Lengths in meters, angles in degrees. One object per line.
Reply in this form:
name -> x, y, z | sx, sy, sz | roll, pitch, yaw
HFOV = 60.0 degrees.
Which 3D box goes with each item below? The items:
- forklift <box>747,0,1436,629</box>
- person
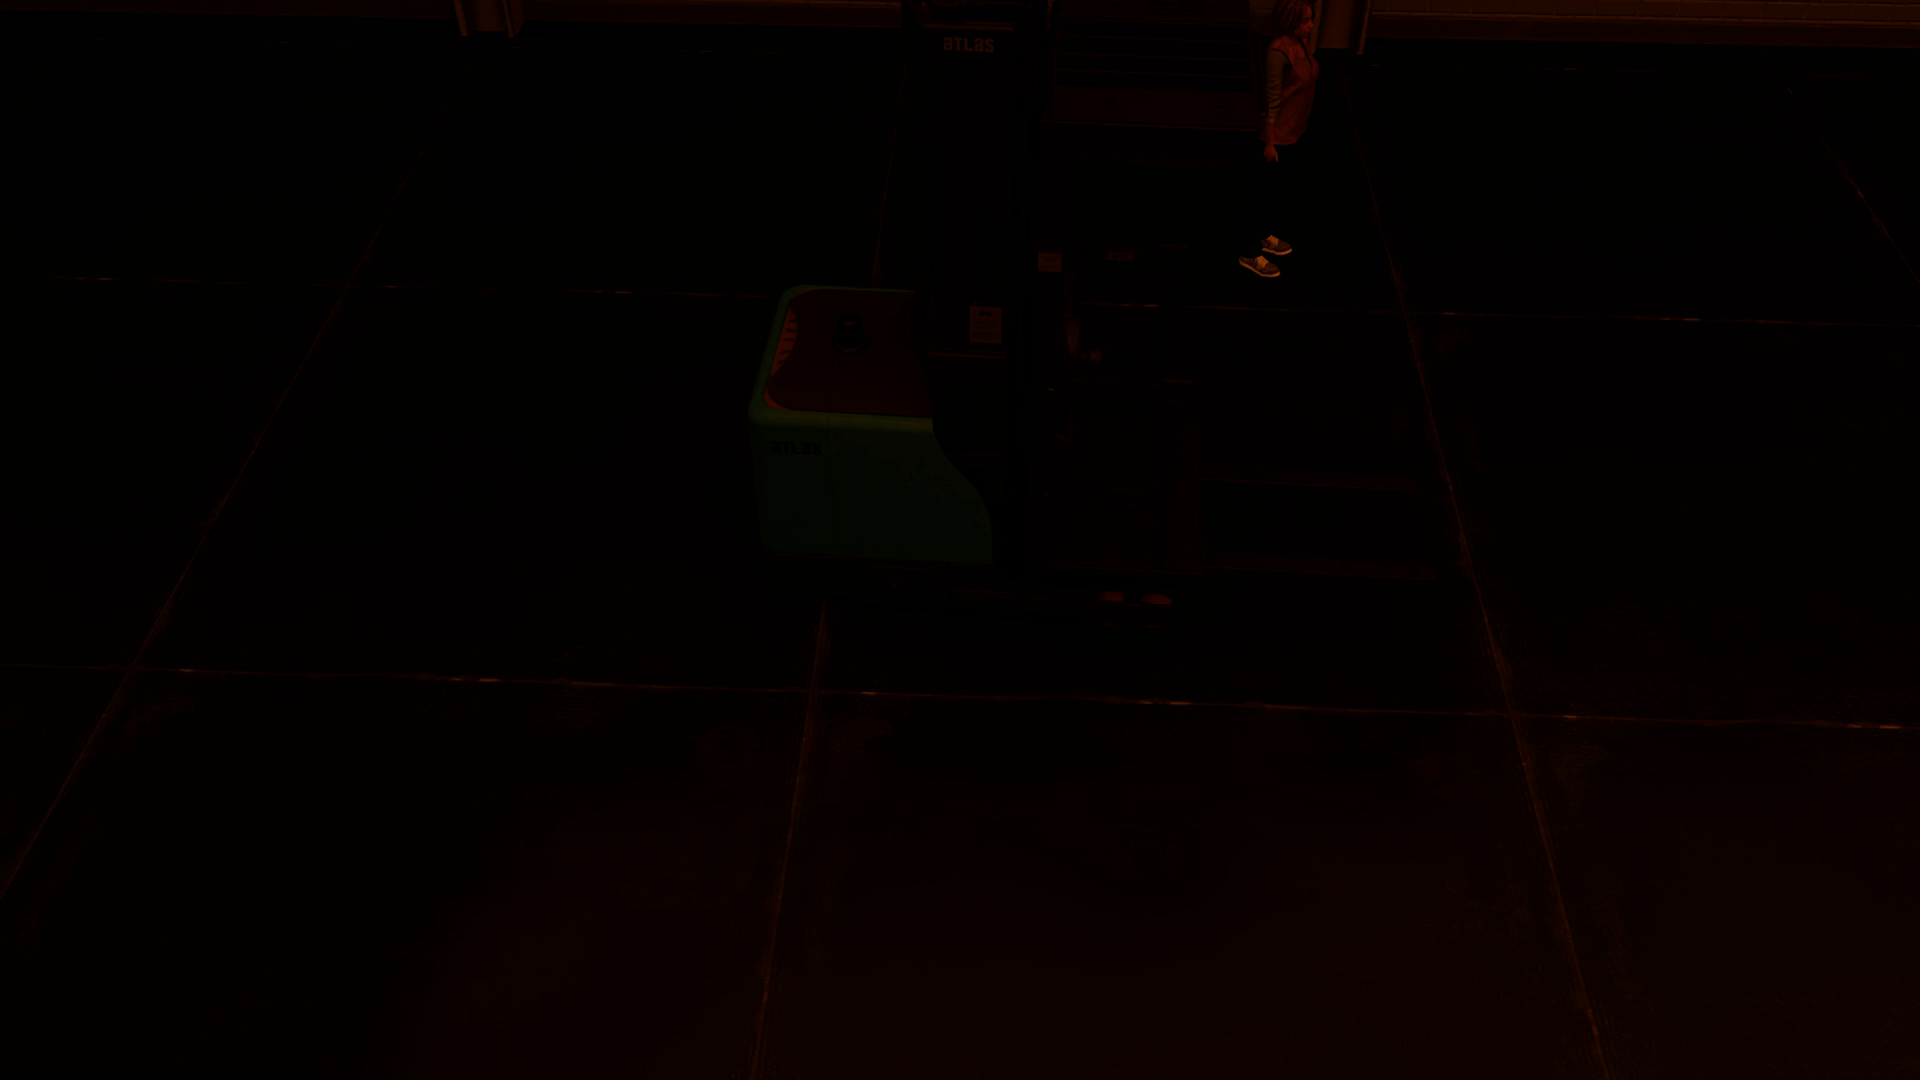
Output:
forklift -> 0.637, -1.059, 6.902 | 3.031, 2.935, 1.130 | 3, 42, 4
person -> 1.767, -2.243, 9.191 | 0.318, 1.597, 0.405 | 18, 45, 19
